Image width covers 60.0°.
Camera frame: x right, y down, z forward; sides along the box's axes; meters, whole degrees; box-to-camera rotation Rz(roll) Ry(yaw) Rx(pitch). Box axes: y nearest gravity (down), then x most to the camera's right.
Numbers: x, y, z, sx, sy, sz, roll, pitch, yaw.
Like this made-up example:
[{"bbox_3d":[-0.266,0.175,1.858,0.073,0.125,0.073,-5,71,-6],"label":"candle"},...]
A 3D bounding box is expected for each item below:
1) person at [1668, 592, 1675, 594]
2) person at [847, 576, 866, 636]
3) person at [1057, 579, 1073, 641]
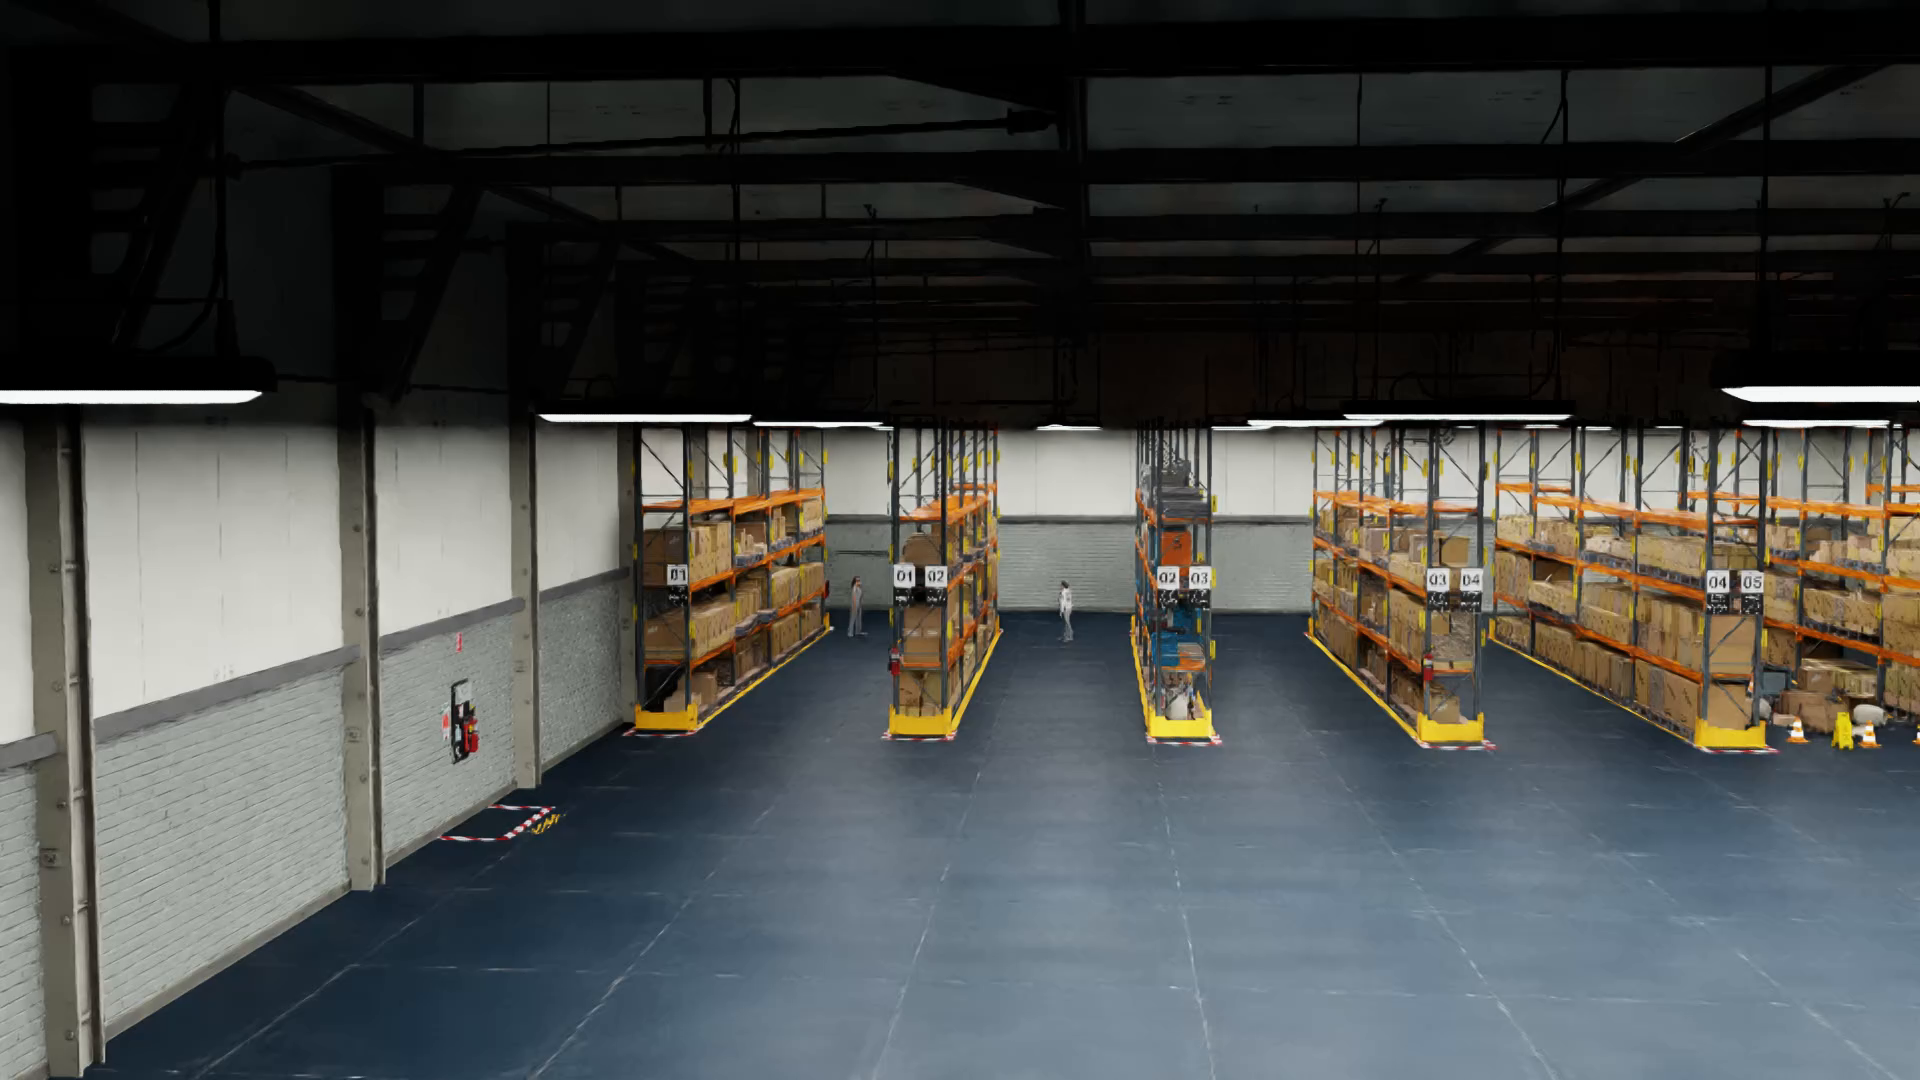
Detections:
[{"bbox_3d":[18.479,2.054,43.218,0.535,1.657,1.020,1,4,14],"label":"person"},{"bbox_3d":[-2.908,1.849,46.562,0.477,1.655,0.552,1,4,10],"label":"person"},{"bbox_3d":[2.872,1.912,45.404,0.523,1.668,0.564,1,4,22],"label":"person"}]
